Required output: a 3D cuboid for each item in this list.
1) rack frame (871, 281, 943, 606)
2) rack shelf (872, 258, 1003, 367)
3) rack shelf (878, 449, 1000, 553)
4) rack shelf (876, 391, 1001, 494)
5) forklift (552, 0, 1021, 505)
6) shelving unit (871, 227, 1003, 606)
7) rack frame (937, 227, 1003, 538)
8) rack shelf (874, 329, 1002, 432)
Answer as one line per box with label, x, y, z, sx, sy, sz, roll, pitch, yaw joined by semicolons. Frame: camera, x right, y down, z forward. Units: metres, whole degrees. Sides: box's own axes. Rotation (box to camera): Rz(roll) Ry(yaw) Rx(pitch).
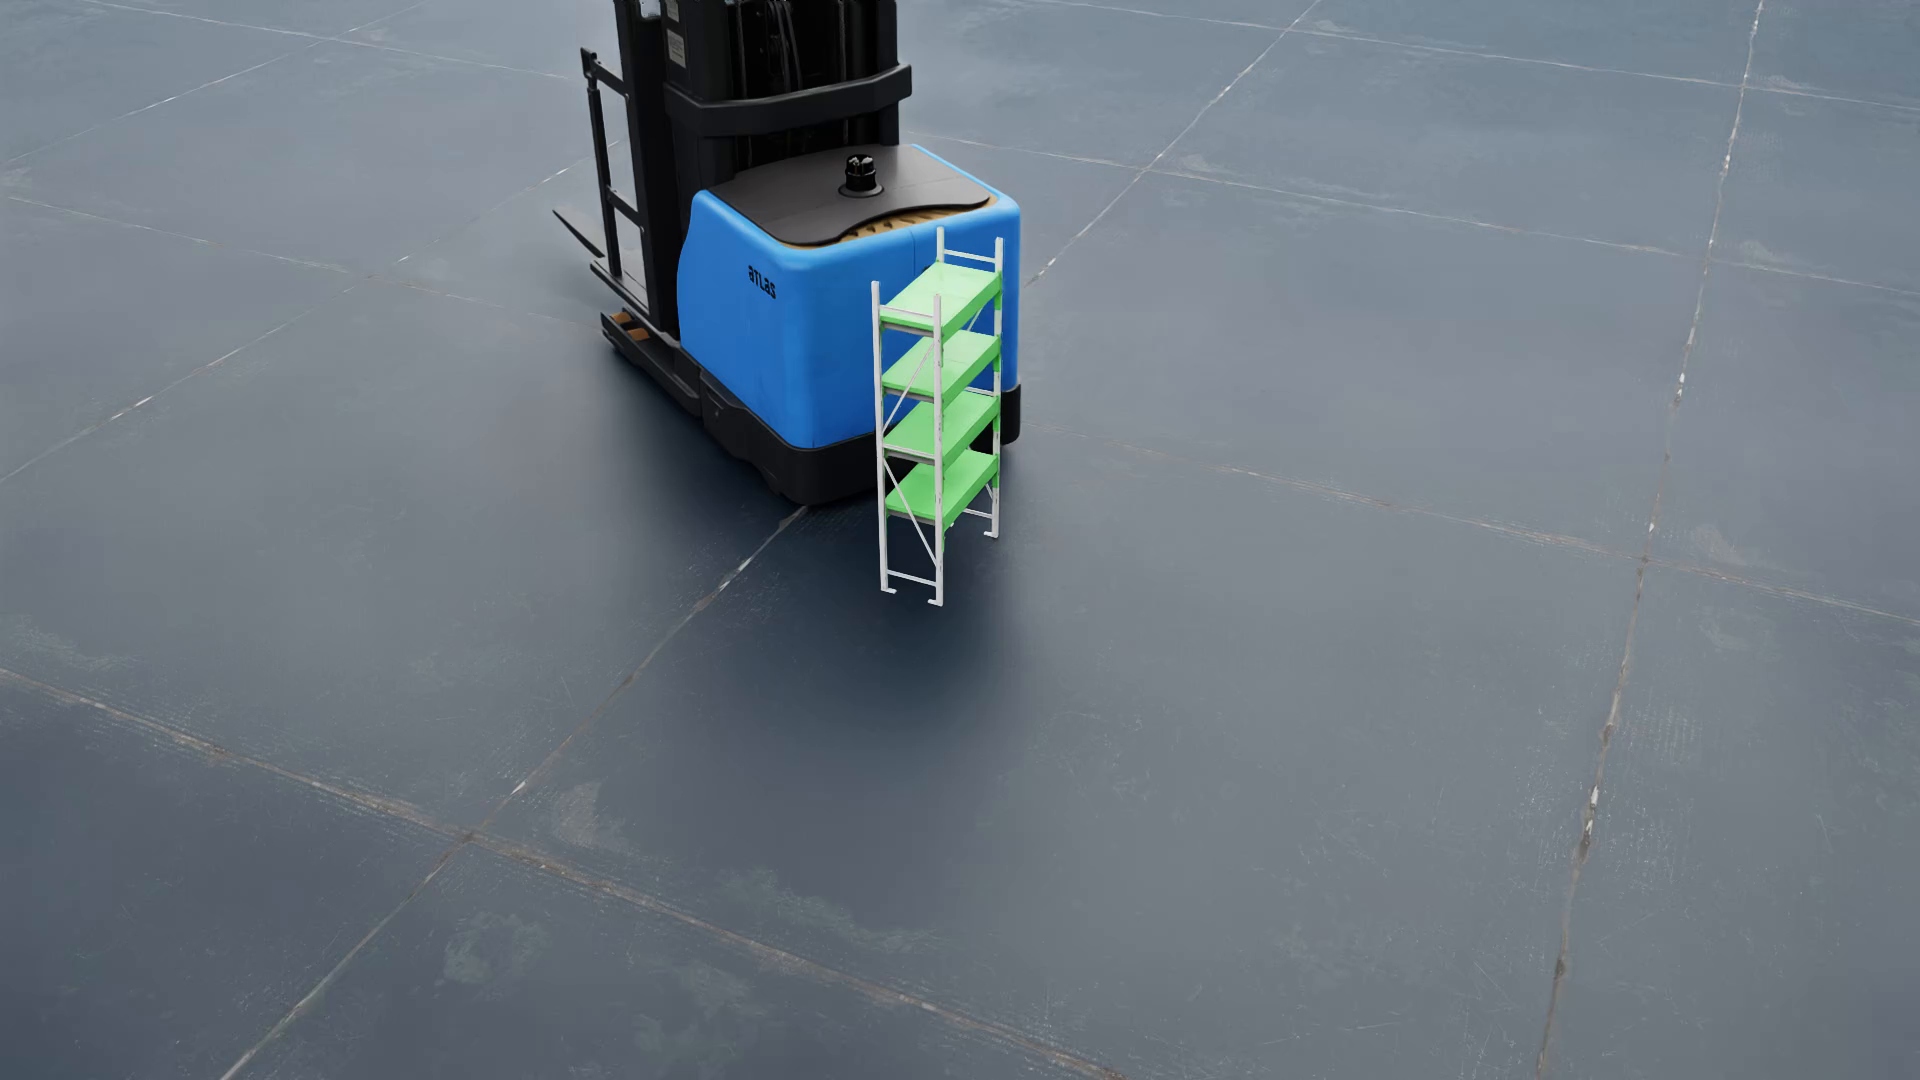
rack frame;-0.171;-0.298;5.610;0.240;1.200;0.015;14;36;20
rack shelf;-0.069;-0.767;5.567;0.258;0.148;0.480;14;36;20
rack shelf;-0.069;-0.165;5.962;0.258;0.148;0.480;14;36;20
rack shelf;-0.069;-0.366;5.830;0.258;0.148;0.480;14;36;20
forklift;-0.971;-2.130;6.826;1.130;2.935;3.031;-19;38;-27
shelving unit;-0.069;-0.419;5.795;0.258;1.200;0.503;14;36;20
rack frame;0.033;-0.541;5.981;0.240;1.200;0.015;14;36;20
rack shelf;-0.069;-0.567;5.699;0.258;0.148;0.480;14;36;20
